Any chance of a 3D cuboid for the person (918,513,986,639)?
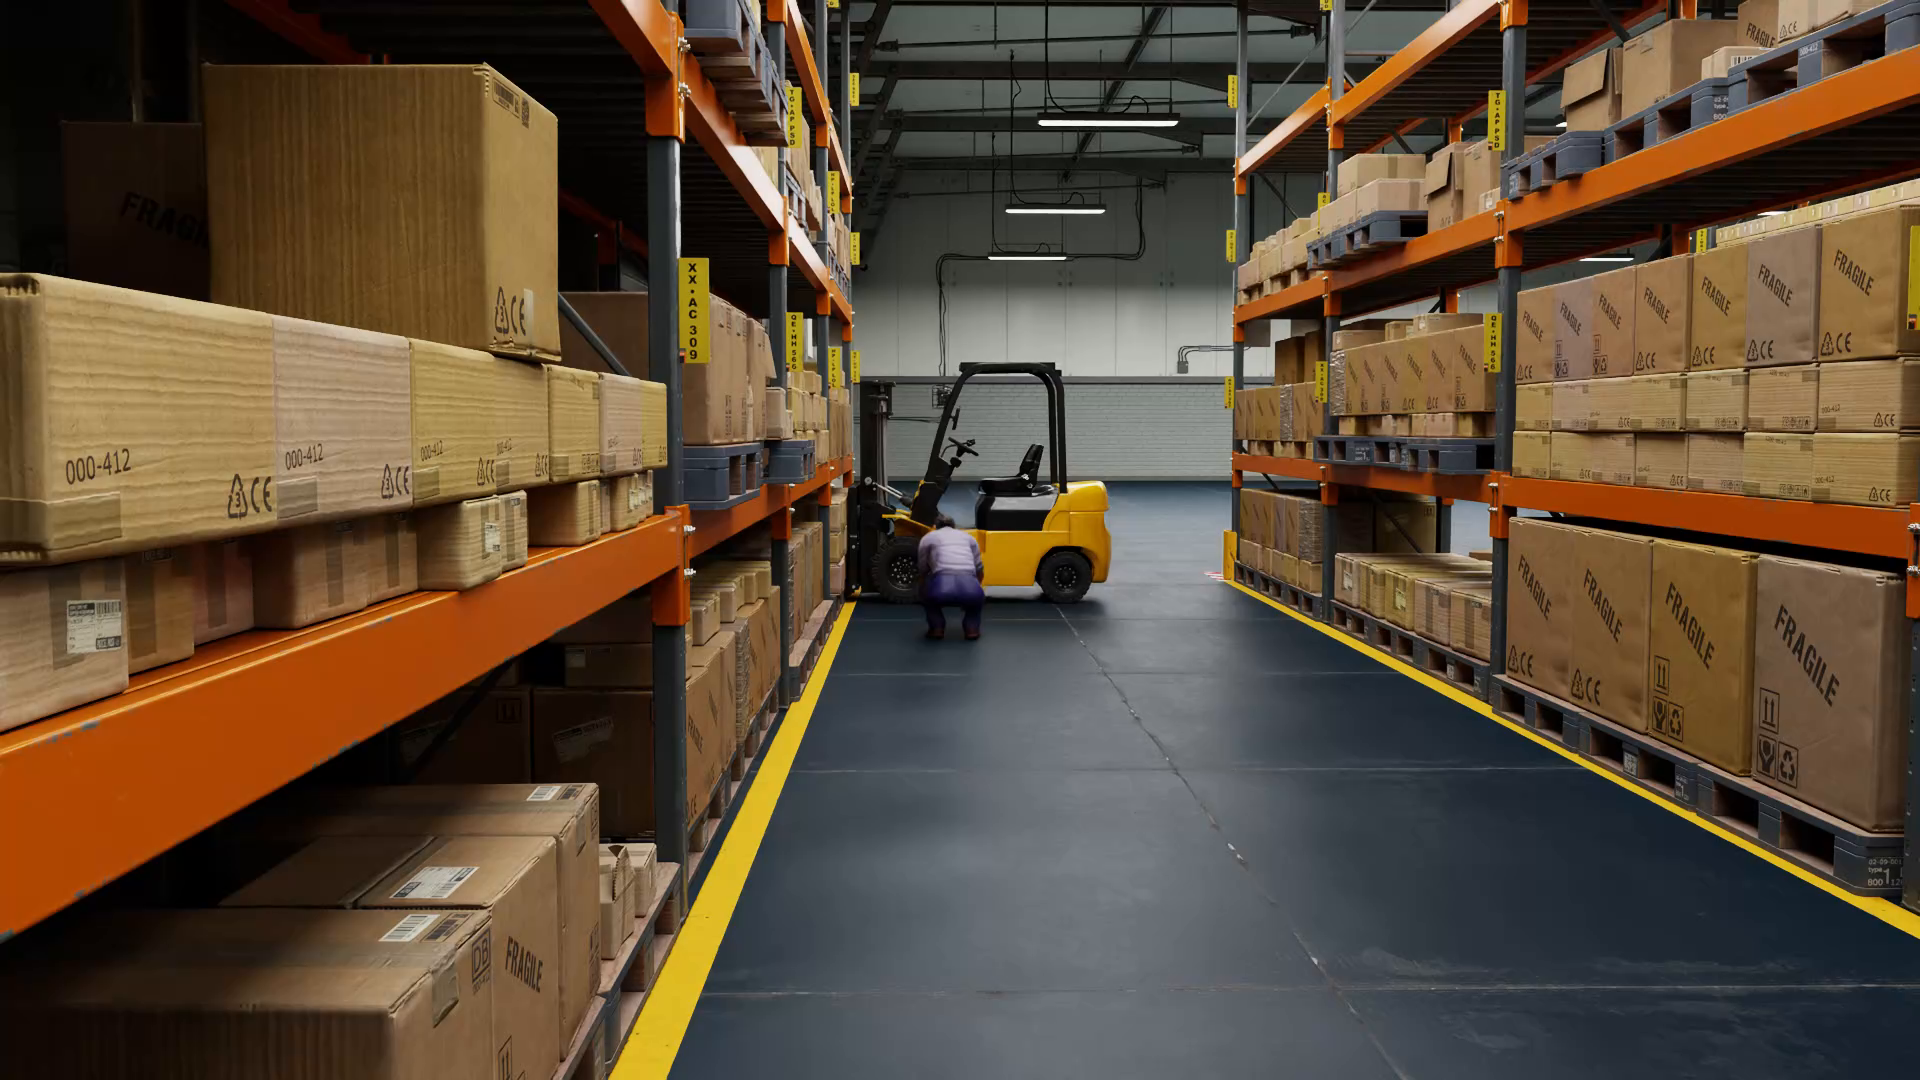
[{"bbox_3d":[-0.059,0.270,12.564,0.519,0.929,0.818,0,4,-1],"label":"person"}]
